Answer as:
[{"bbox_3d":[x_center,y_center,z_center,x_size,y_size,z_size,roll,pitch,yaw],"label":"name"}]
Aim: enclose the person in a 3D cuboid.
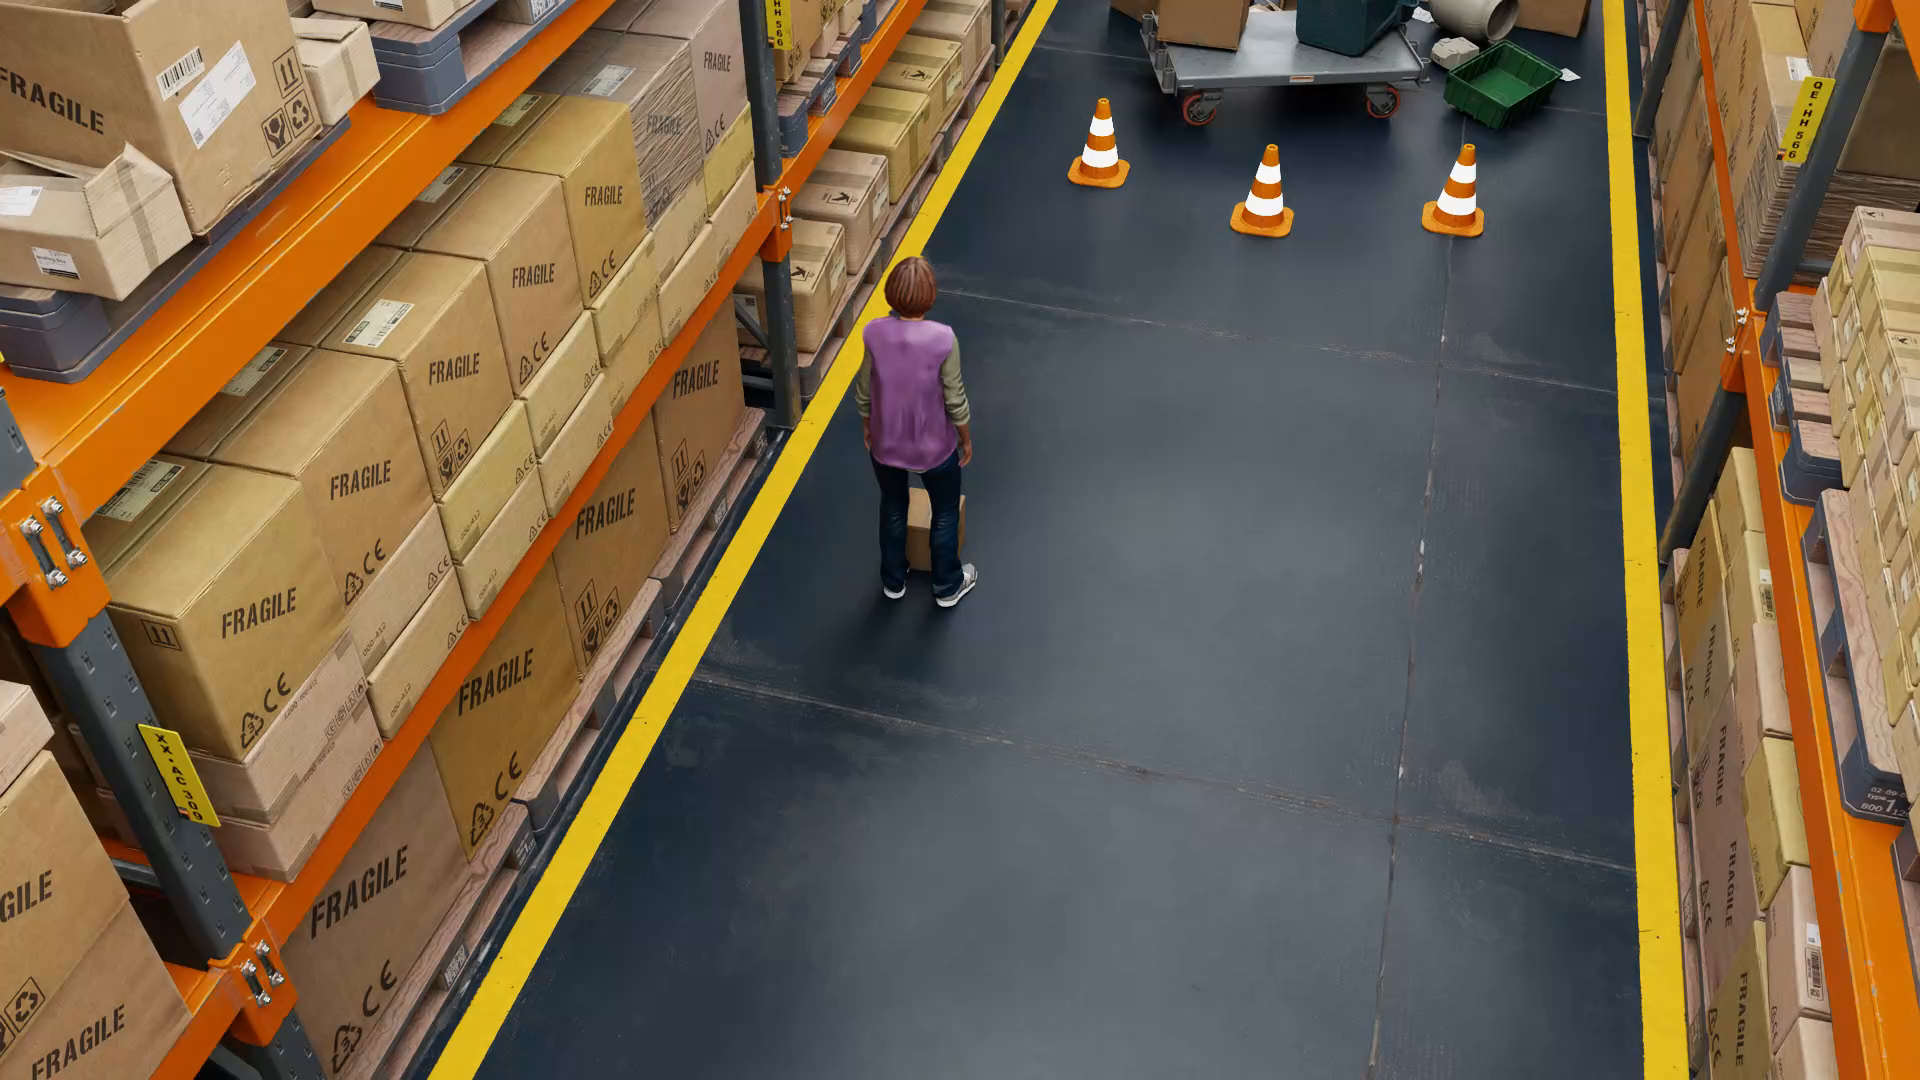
[{"bbox_3d":[-0.178,-0.389,6.605,0.463,1.593,0.345,10,43,11],"label":"person"}]
